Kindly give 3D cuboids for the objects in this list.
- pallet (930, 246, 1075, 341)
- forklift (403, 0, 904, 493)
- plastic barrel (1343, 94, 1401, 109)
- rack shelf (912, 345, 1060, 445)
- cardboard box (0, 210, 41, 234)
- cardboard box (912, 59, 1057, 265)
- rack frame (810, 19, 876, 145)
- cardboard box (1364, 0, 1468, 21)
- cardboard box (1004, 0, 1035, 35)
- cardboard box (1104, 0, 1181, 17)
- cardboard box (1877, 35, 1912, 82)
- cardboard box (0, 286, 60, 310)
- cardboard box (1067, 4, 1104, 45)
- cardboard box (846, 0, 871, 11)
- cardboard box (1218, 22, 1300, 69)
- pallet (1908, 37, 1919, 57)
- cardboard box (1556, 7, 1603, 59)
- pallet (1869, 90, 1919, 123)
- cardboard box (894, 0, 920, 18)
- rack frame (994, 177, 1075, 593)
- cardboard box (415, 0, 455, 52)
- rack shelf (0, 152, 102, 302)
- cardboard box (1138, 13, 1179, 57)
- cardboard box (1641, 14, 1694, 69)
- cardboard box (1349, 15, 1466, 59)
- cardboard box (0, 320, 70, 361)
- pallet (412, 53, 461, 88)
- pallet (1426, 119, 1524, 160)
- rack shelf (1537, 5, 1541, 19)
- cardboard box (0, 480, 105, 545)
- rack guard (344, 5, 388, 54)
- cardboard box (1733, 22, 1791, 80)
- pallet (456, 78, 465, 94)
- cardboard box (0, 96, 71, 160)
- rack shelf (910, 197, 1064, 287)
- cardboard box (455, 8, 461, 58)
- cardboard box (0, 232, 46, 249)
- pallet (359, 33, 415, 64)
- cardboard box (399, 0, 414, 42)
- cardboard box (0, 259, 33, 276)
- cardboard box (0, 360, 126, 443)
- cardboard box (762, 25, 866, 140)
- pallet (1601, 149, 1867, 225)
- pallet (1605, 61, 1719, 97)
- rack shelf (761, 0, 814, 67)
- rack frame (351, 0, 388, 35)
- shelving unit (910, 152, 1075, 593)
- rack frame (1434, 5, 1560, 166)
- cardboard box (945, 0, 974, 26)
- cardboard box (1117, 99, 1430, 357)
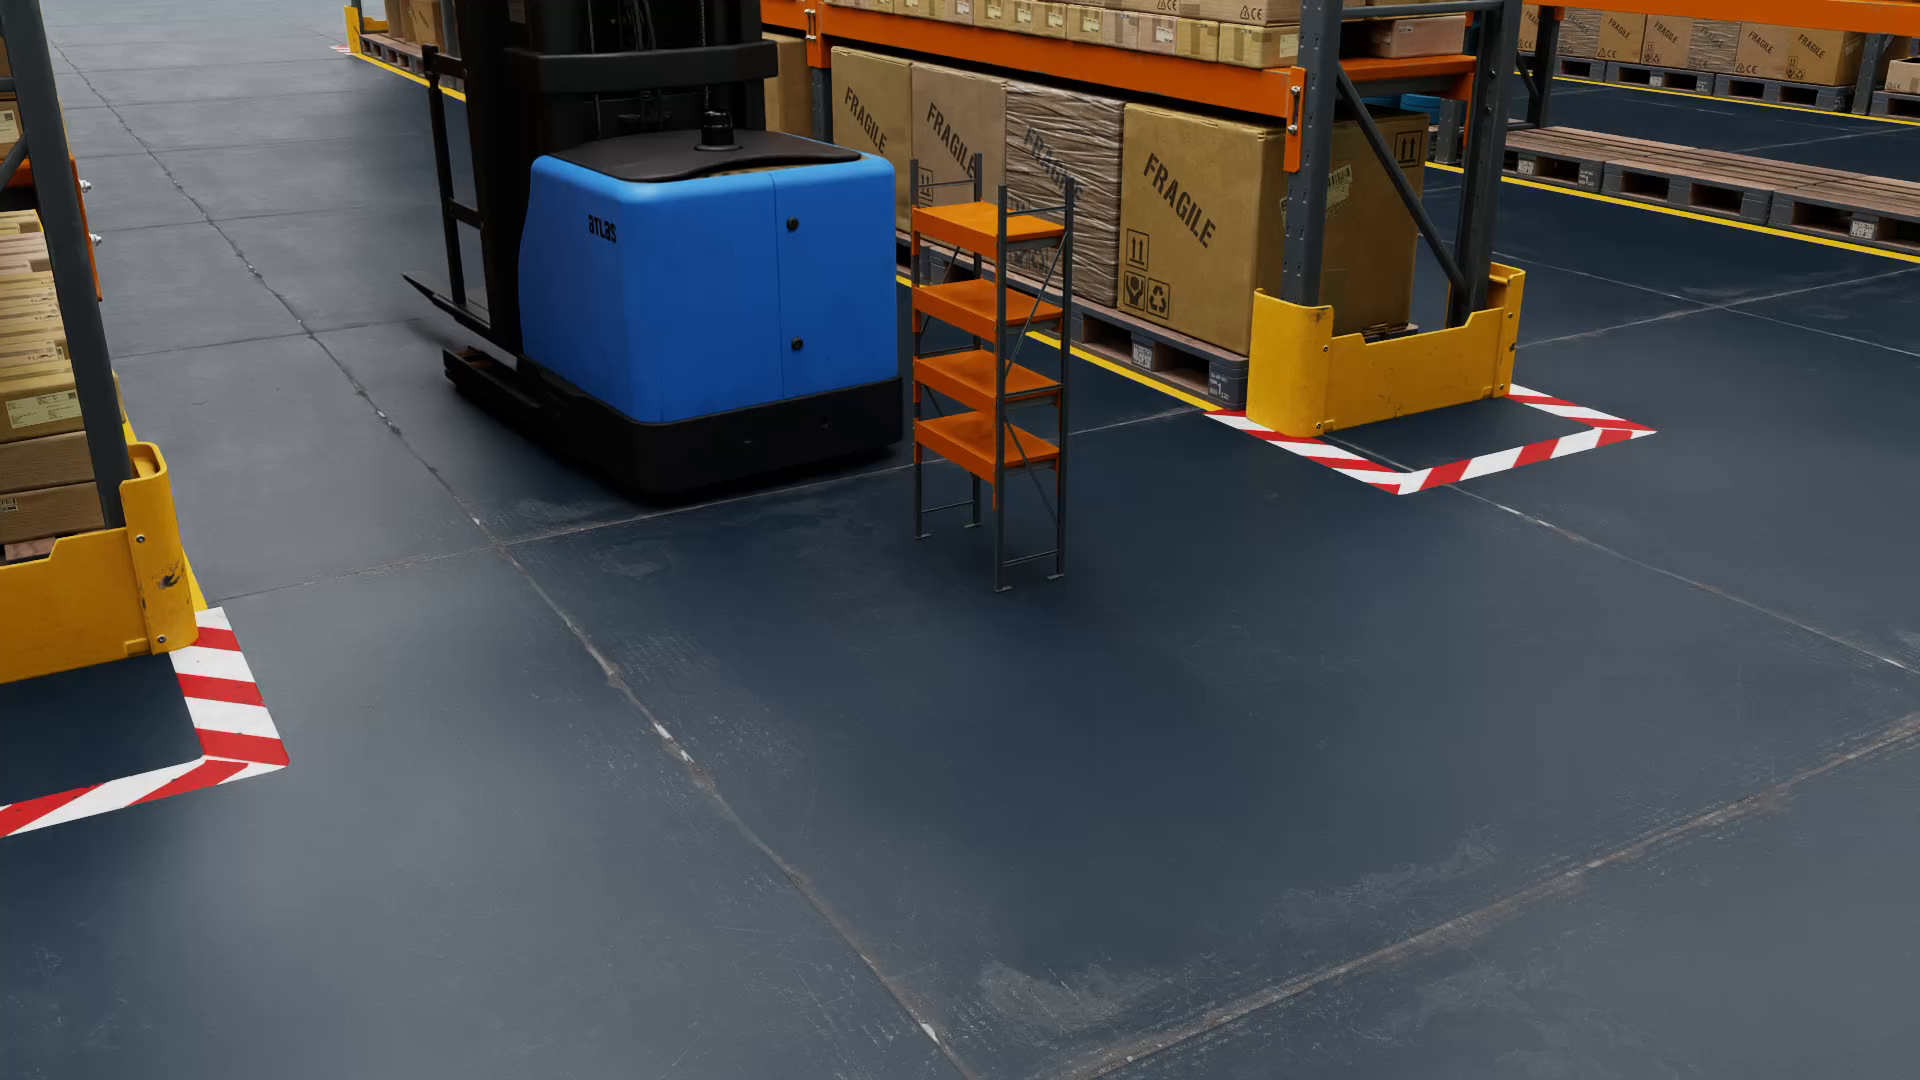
[{"bbox_3d":[0.573,-1.286,8.194,1.003,0.211,1.213,-13,25,-28],"label":"pallet"},{"bbox_3d":[-1.464,-2.008,6.360,1.130,2.935,3.031,-15,26,-32],"label":"forklift"},{"bbox_3d":[3.258,-3.818,12.949,0.600,0.901,0.708,-13,25,-28],"label":"plastic barrel"},{"bbox_3d":[0.085,-0.440,4.979,0.258,0.148,0.480,-13,25,-28],"label":"rack shelf"},{"bbox_3d":[-3.987,-1.243,6.823,0.380,0.149,0.250,-13,25,-29],"label":"cardboard box"},{"bbox_3d":[0.353,-1.924,8.325,0.875,0.875,0.875,-13,25,-28],"label":"cardboard box"},{"bbox_3d":[-0.375,-3.234,9.284,1.000,3.000,0.127,-13,25,-28],"label":"rack frame"},{"bbox_3d":[1.655,-2.215,6.581,0.500,0.250,0.500,-13,26,-30],"label":"cardboard box"},{"bbox_3d":[0.423,-2.370,7.491,0.380,0.149,0.250,-12,25,-27],"label":"cardboard box"},{"bbox_3d":[0.934,-2.278,6.735,0.500,0.250,0.500,-13,26,-29],"label":"cardboard box"},{"bbox_3d":[8.106,-4.387,14.857,0.500,0.500,0.500,-14,26,-31],"label":"cardboard box"},{"bbox_3d":[-3.217,-0.730,5.563,0.380,0.149,0.250,-12,25,-26],"label":"cardboard box"},{"bbox_3d":[0.680,-2.205,7.086,0.380,0.149,0.250,-13,26,-29],"label":"cardboard box"},{"bbox_3d":[-0.376,-2.873,8.729,0.380,0.149,0.250,-14,26,-30],"label":"cardboard box"},{"bbox_3d":[1.203,-1.875,6.274,0.380,0.149,0.250,-12,25,-27],"label":"cardboard box"},{"bbox_3d":[11.314,-5.431,18.393,1.003,0.211,1.213,-13,25,-28],"label":"pallet"},{"bbox_3d":[6.359,-5.108,16.631,0.500,0.500,0.500,-14,26,-30],"label":"cardboard box"},{"bbox_3d":[8.493,-3.624,13.947,1.003,0.211,1.213,-13,25,-28],"label":"pallet"},{"bbox_3d":[-0.105,-2.703,8.311,0.380,0.149,0.250,-13,26,-30],"label":"cardboard box"},{"bbox_3d":[0.209,-0.423,4.759,0.240,1.200,0.015,-13,25,-28],"label":"rack frame"},{"bbox_3d":[-5.315,-5.367,17.294,0.500,0.500,0.500,-15,27,-33],"label":"cardboard box"},{"bbox_3d":[-3.669,-1.332,5.560,1.077,0.370,4.000,-13,25,-28],"label":"rack shelf"},{"bbox_3d":[0.941,-2.040,6.681,0.380,0.149,0.250,-13,25,-28],"label":"cardboard box"},{"bbox_3d":[6.882,-4.777,15.816,0.500,0.500,0.500,-14,26,-30],"label":"cardboard box"},{"bbox_3d":[1.771,-2.001,6.585,0.380,0.149,0.250,-12,25,-28],"label":"cardboard box"},{"bbox_3d":[-2.886,-0.574,5.180,0.380,0.149,0.250,-13,25,-28],"label":"cardboard box"},{"bbox_3d":[-4.835,-4.742,16.699,1.003,0.211,1.213,-13,25,-28],"label":"pallet"},{"bbox_3d":[3.525,-3.153,12.787,1.003,0.211,1.213,-13,25,-28],"label":"pallet"},{"bbox_3d":[2.861,-4.501,13.356,1.077,0.370,4.000,-13,25,-28],"label":"rack shelf"},{"bbox_3d":[-2.640,-0.123,4.858,0.380,0.149,0.250,-12,25,-27],"label":"cardboard box"},{"bbox_3d":[-6.466,-5.936,19.251,1.175,0.500,0.348,-13,25,-28],"label":"rack guard"},{"bbox_3d":[7.399,-4.450,15.012,0.500,0.500,0.500,-13,25,-28],"label":"cardboard box"},{"bbox_3d":[-4.063,-4.280,15.561,1.003,0.211,1.213,-13,25,-28],"label":"pallet"},{"bbox_3d":[-2.531,-1.069,4.292,0.380,0.149,0.250,-13,25,-29],"label":"cardboard box"},{"bbox_3d":[0.085,-0.866,4.806,0.258,0.148,0.480,-13,25,-28],"label":"rack shelf"},{"bbox_3d":[-4.632,-4.997,16.385,0.500,0.500,0.500,-13,26,-30],"label":"cardboard box"},{"bbox_3d":[-3.704,-1.074,6.408,0.380,0.149,0.250,-14,26,-31],"label":"cardboard box"},{"bbox_3d":[-6.081,-5.532,18.642,1.003,0.211,1.213,-13,25,-28],"label":"pallet"},{"bbox_3d":[-5.865,-5.763,18.268,0.500,0.500,0.500,-6,23,-14],"label":"cardboard box"},{"bbox_3d":[-3.523,-0.887,5.949,0.380,0.149,0.250,-13,25,-28],"label":"cardboard box"},{"bbox_3d":[-2.623,-0.402,4.756,0.380,0.149,0.250,-14,26,-31],"label":"cardboard box"},{"bbox_3d":[-0.719,-2.648,10.105,1.225,0.875,0.875,-13,25,-28],"label":"cardboard box"},{"bbox_3d":[4.919,-2.269,10.613,1.003,0.211,1.213,-13,25,-28],"label":"pallet"},{"bbox_3d":[7.068,-4.498,16.097,1.003,0.211,1.213,-13,25,-28],"label":"pallet"},{"bbox_3d":[-1.397,-3.548,11.012,1.077,0.370,4.000,-13,25,-28],"label":"rack shelf"},{"bbox_3d":[-6.505,-7.118,18.841,1.000,3.000,0.127,-13,25,-28],"label":"rack frame"},{"bbox_3d":[0.085,-0.502,4.954,0.258,1.200,0.503,-13,25,-28],"label":"shelving unit"},{"bbox_3d":[3.883,-4.187,11.628,1.000,3.000,0.127,-13,25,-28],"label":"rack frame"},{"bbox_3d":[0.153,-2.538,7.906,0.380,0.149,0.250,-12,25,-28],"label":"cardboard box"},{"bbox_3d":[1.272,-1.341,6.891,0.875,0.875,0.875,-13,25,-28],"label":"cardboard box"}]
